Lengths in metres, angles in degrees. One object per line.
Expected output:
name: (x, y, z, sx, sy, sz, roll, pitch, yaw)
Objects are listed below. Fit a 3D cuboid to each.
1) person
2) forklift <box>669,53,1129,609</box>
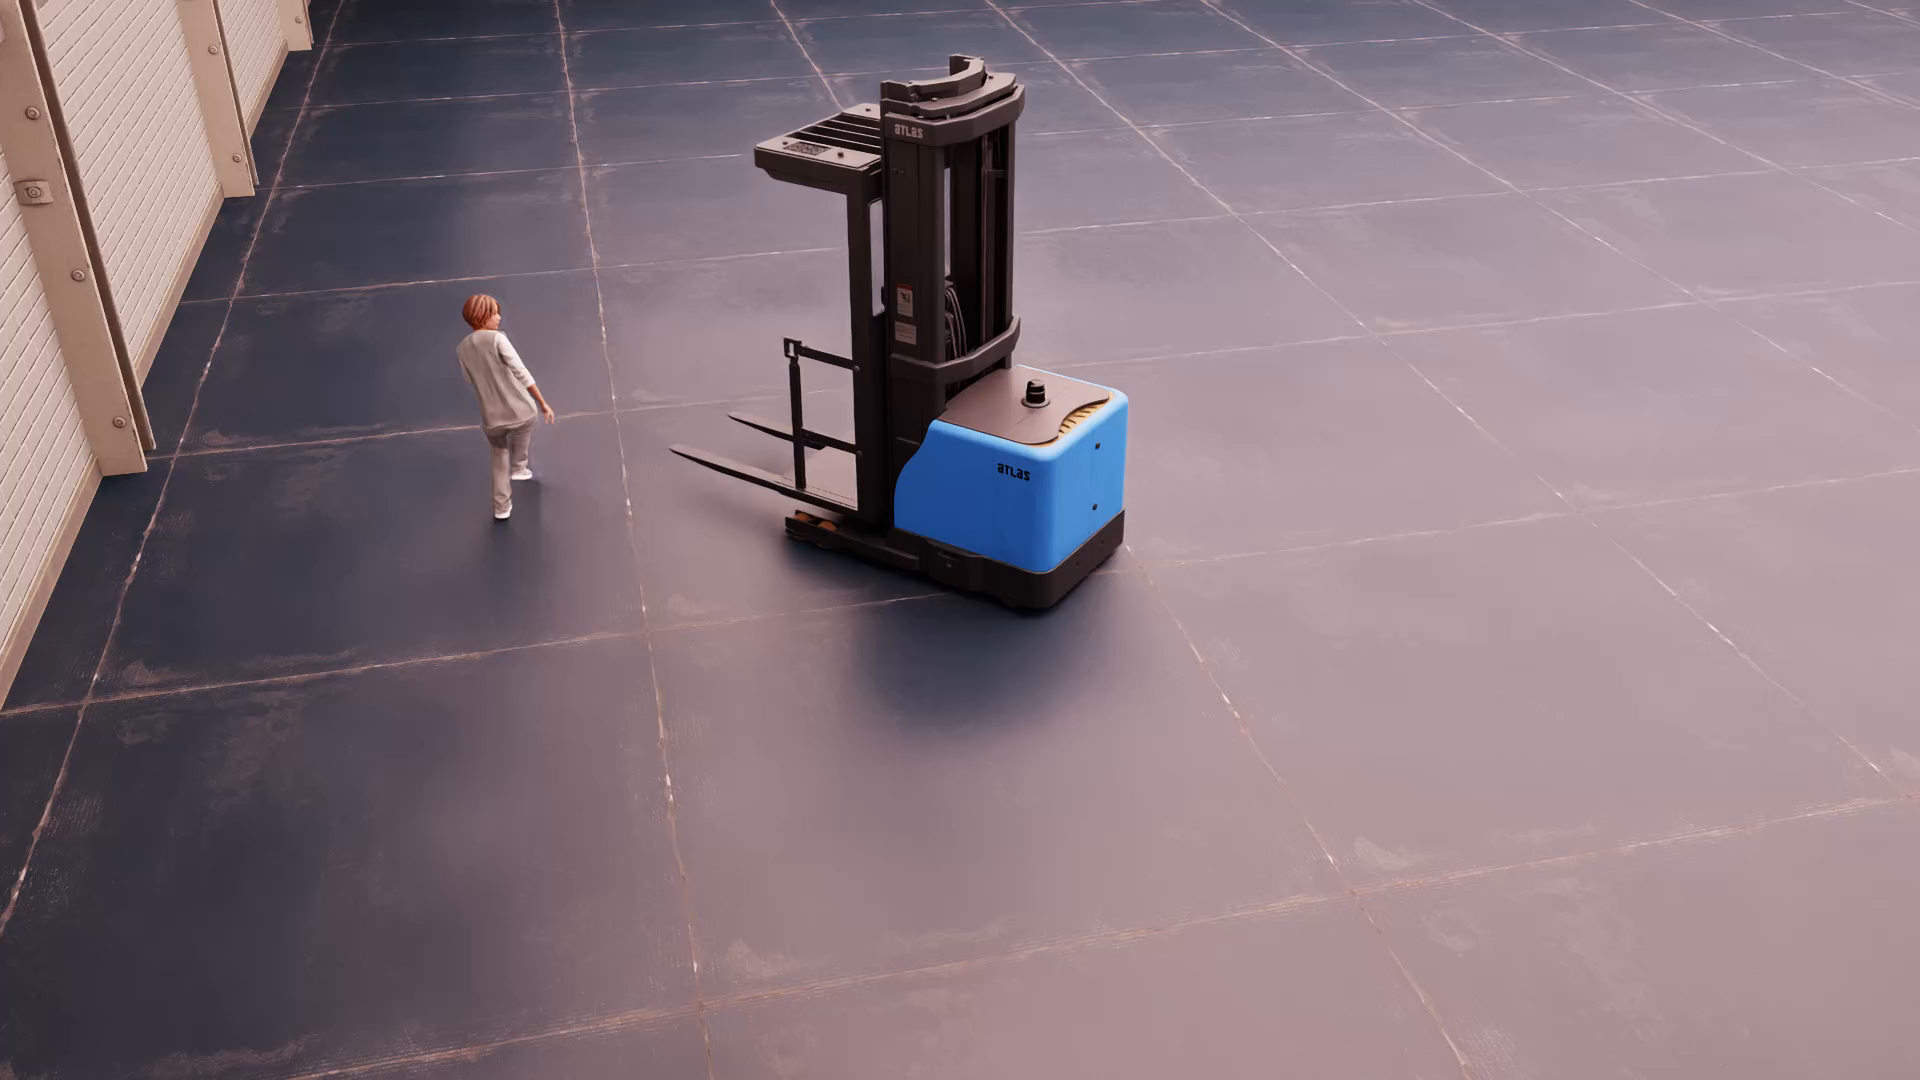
person: (-2.845, -0.890, 10.635, 0.635, 1.429, 0.693, 0, 30, 0)
forklift: (-0.498, -1.419, 10.025, 3.031, 2.935, 1.130, 18, 35, 28)
